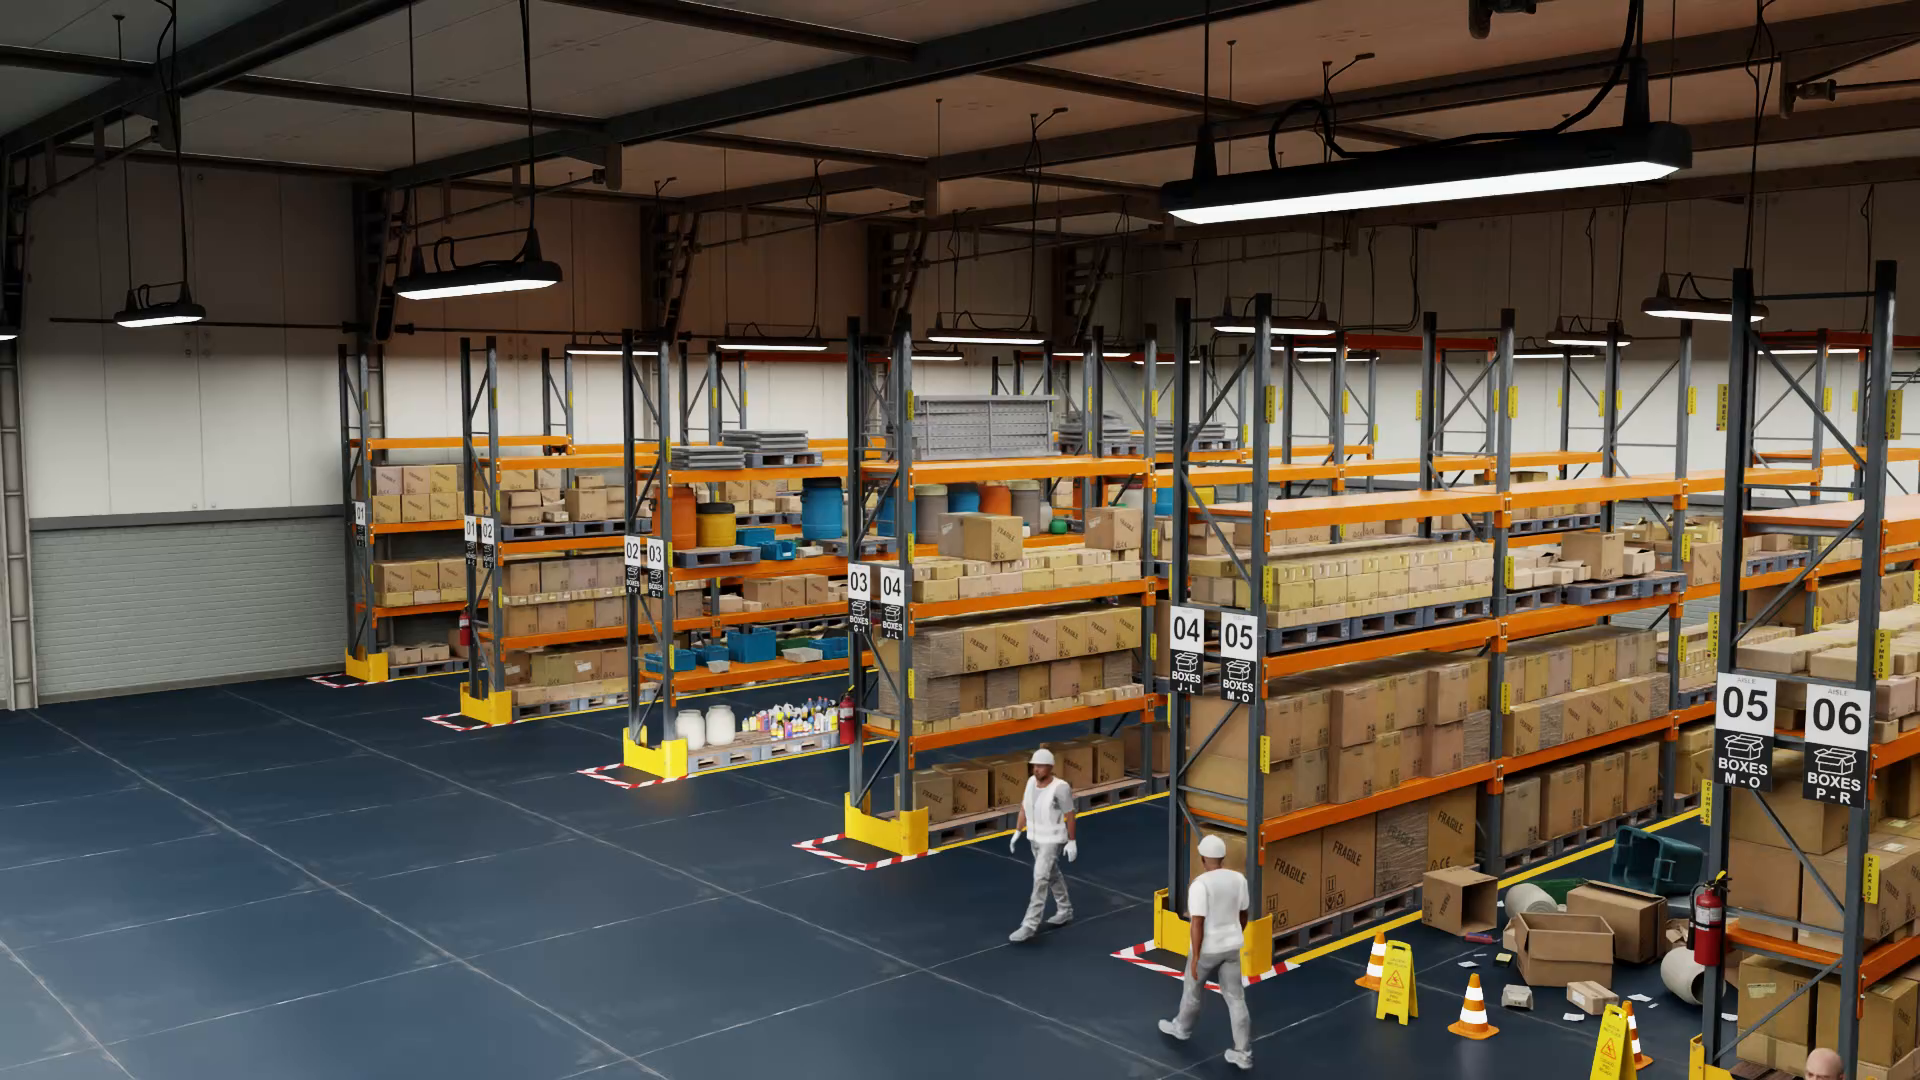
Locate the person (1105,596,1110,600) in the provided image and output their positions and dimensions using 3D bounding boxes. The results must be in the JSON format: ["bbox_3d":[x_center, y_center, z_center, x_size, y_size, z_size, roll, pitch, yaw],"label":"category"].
[{"bbox_3d":[3.750,0.790,39.275,1.018,1.658,0.498,4,6,36],"label":"person"}]

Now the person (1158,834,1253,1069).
[{"bbox_3d":[1.962,3.133,12.933,0.615,1.698,1.029,-2,6,-24],"label":"person"}]

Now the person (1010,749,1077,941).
[{"bbox_3d":[0.735,2.854,15.789,0.968,1.734,0.578,-4,6,-36],"label":"person"}]

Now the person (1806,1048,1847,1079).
[{"bbox_3d":[4.429,3.501,8.606,0.994,1.740,0.629,-4,6,-35],"label":"person"}]
